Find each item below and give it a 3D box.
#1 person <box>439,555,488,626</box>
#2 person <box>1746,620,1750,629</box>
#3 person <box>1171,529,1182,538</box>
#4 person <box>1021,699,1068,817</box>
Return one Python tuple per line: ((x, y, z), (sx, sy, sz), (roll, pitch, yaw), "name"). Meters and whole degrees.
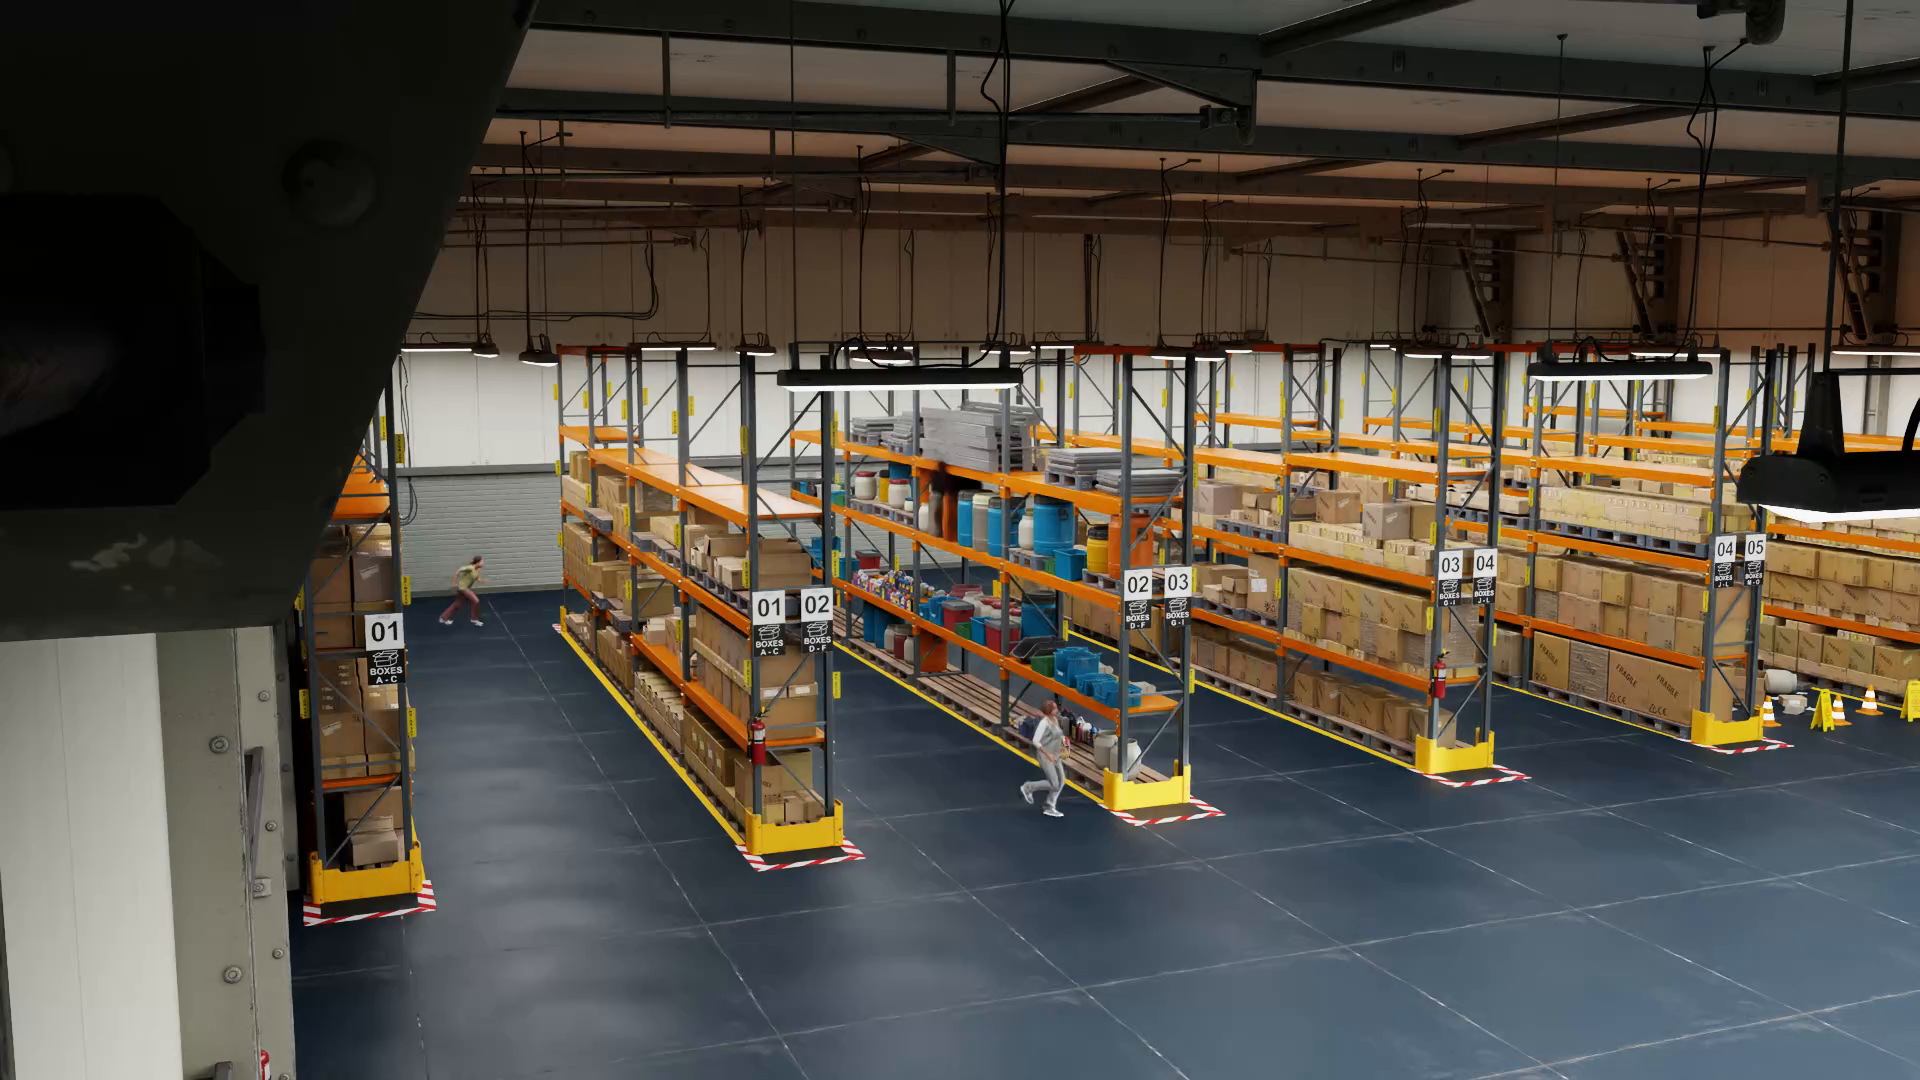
((-10.580, 1.084, 35.414), (1.050, 1.476, 0.605), (0, 7, 3), "person")
((15.906, 1.113, 34.136), (0.679, 1.764, 0.957), (-3, 8, -24), "person")
((5.239, 0.244, 41.108), (0.951, 1.741, 0.783), (-3, 8, -23), "person")
((1.091, 2.837, 21.662), (0.578, 1.535, 0.548), (4, 8, 27), "person")
